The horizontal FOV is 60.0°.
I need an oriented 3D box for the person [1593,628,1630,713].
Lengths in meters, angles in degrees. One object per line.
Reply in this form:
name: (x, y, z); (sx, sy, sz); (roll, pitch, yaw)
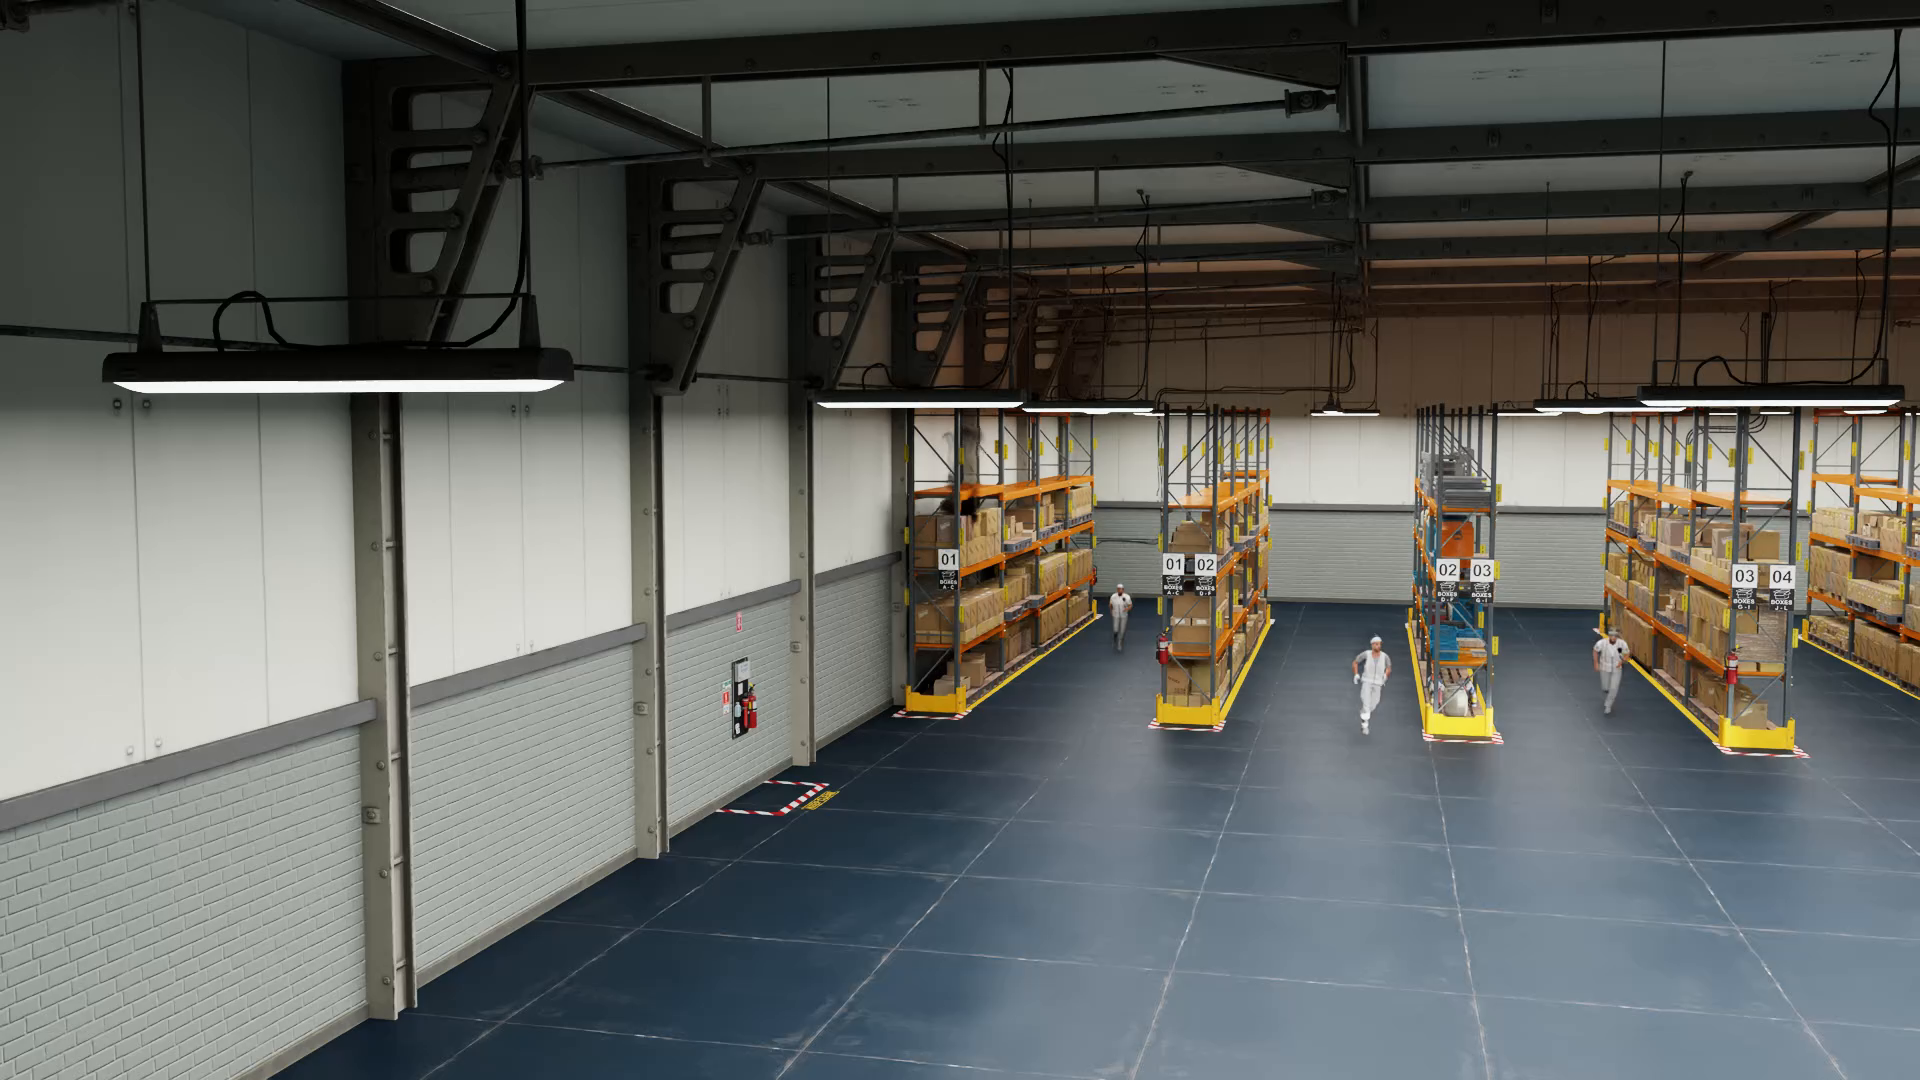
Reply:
person: (12.724, 2.534, 32.511); (0.658, 1.704, 0.755); (1, 4, 13)

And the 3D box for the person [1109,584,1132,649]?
person: (3.969, 1.908, 41.144); (0.587, 1.633, 0.583); (1, 4, 10)

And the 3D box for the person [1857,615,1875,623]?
person: (23.733, 1.762, 43.636); (0.598, 1.568, 0.733); (-3, 5, -31)

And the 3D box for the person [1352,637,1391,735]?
person: (7.554, 2.646, 30.515); (0.703, 1.769, 0.809); (0, 4, 0)
